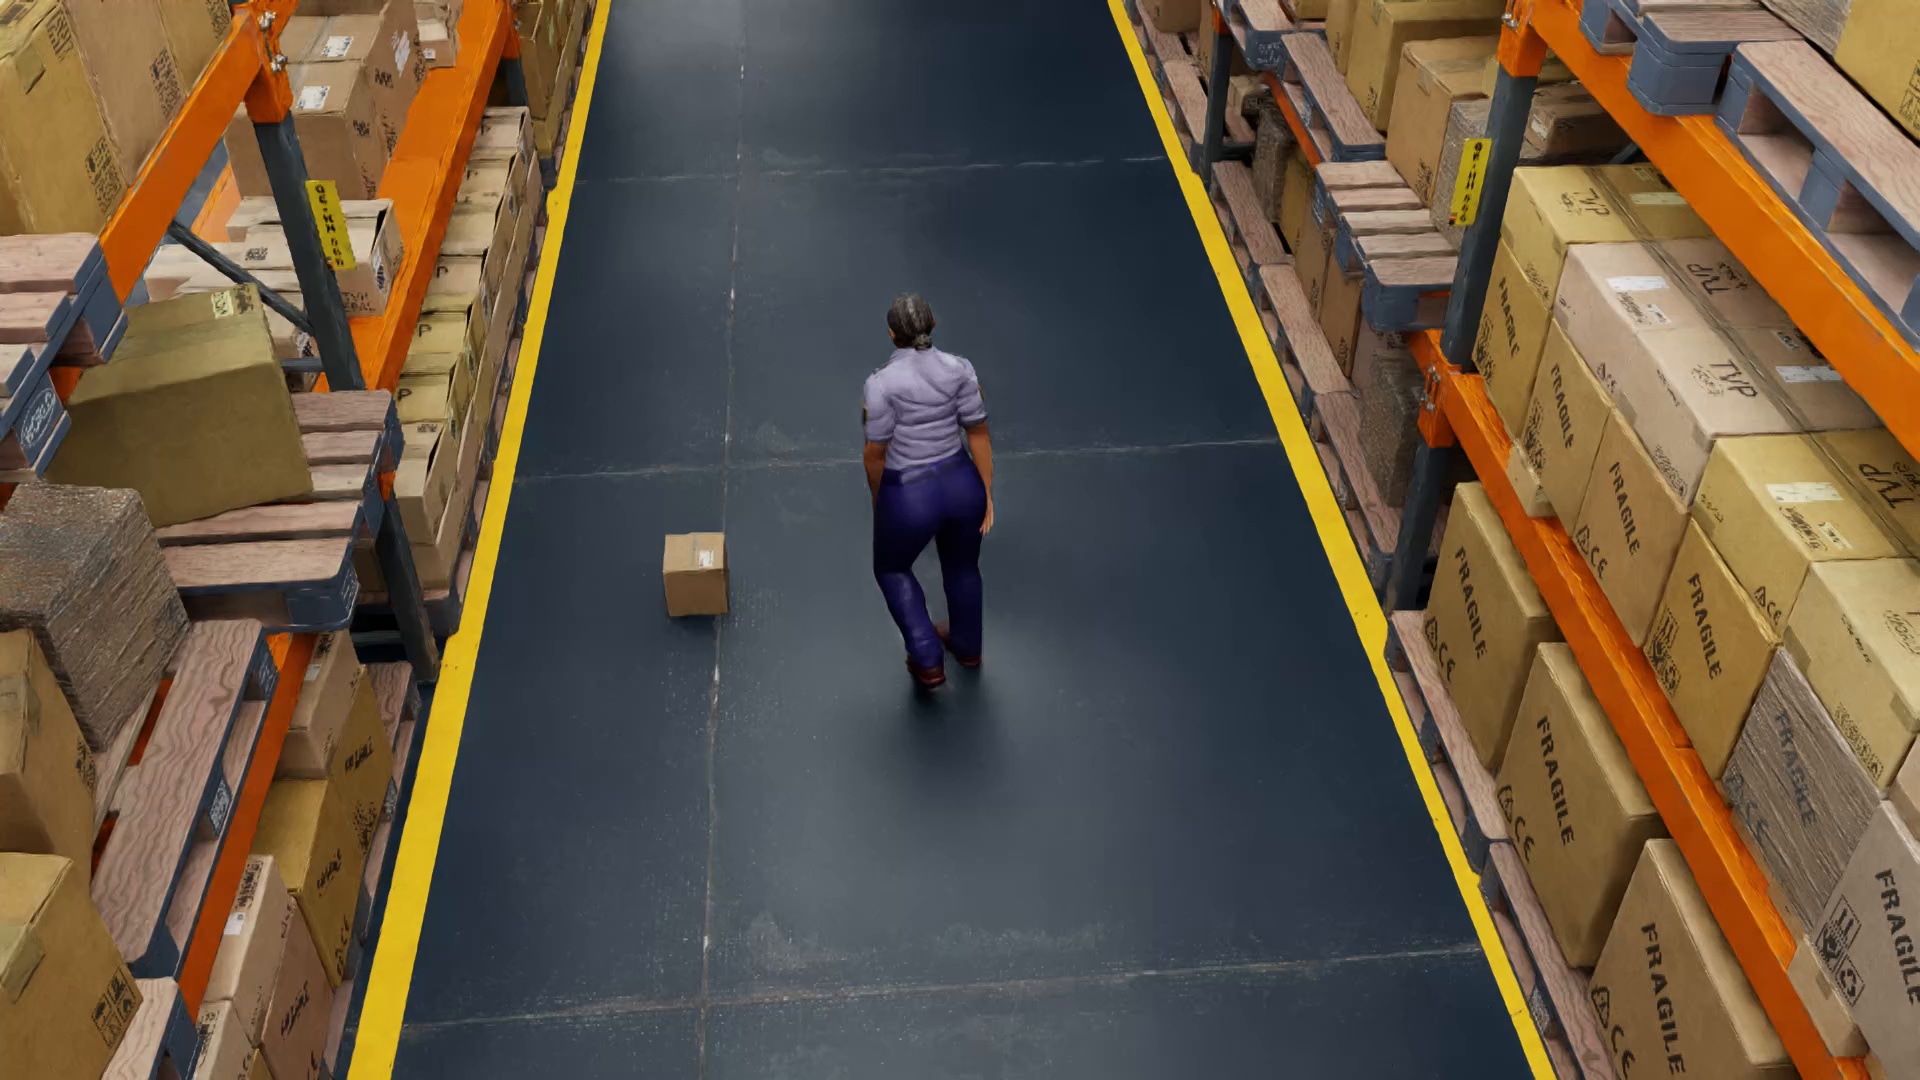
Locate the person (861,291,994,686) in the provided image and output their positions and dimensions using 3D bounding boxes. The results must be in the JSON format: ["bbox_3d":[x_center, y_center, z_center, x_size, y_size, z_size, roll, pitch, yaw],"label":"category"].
[{"bbox_3d":[-0.108,-0.138,6.363,0.486,1.612,0.608,-17,42,-20],"label":"person"}]
